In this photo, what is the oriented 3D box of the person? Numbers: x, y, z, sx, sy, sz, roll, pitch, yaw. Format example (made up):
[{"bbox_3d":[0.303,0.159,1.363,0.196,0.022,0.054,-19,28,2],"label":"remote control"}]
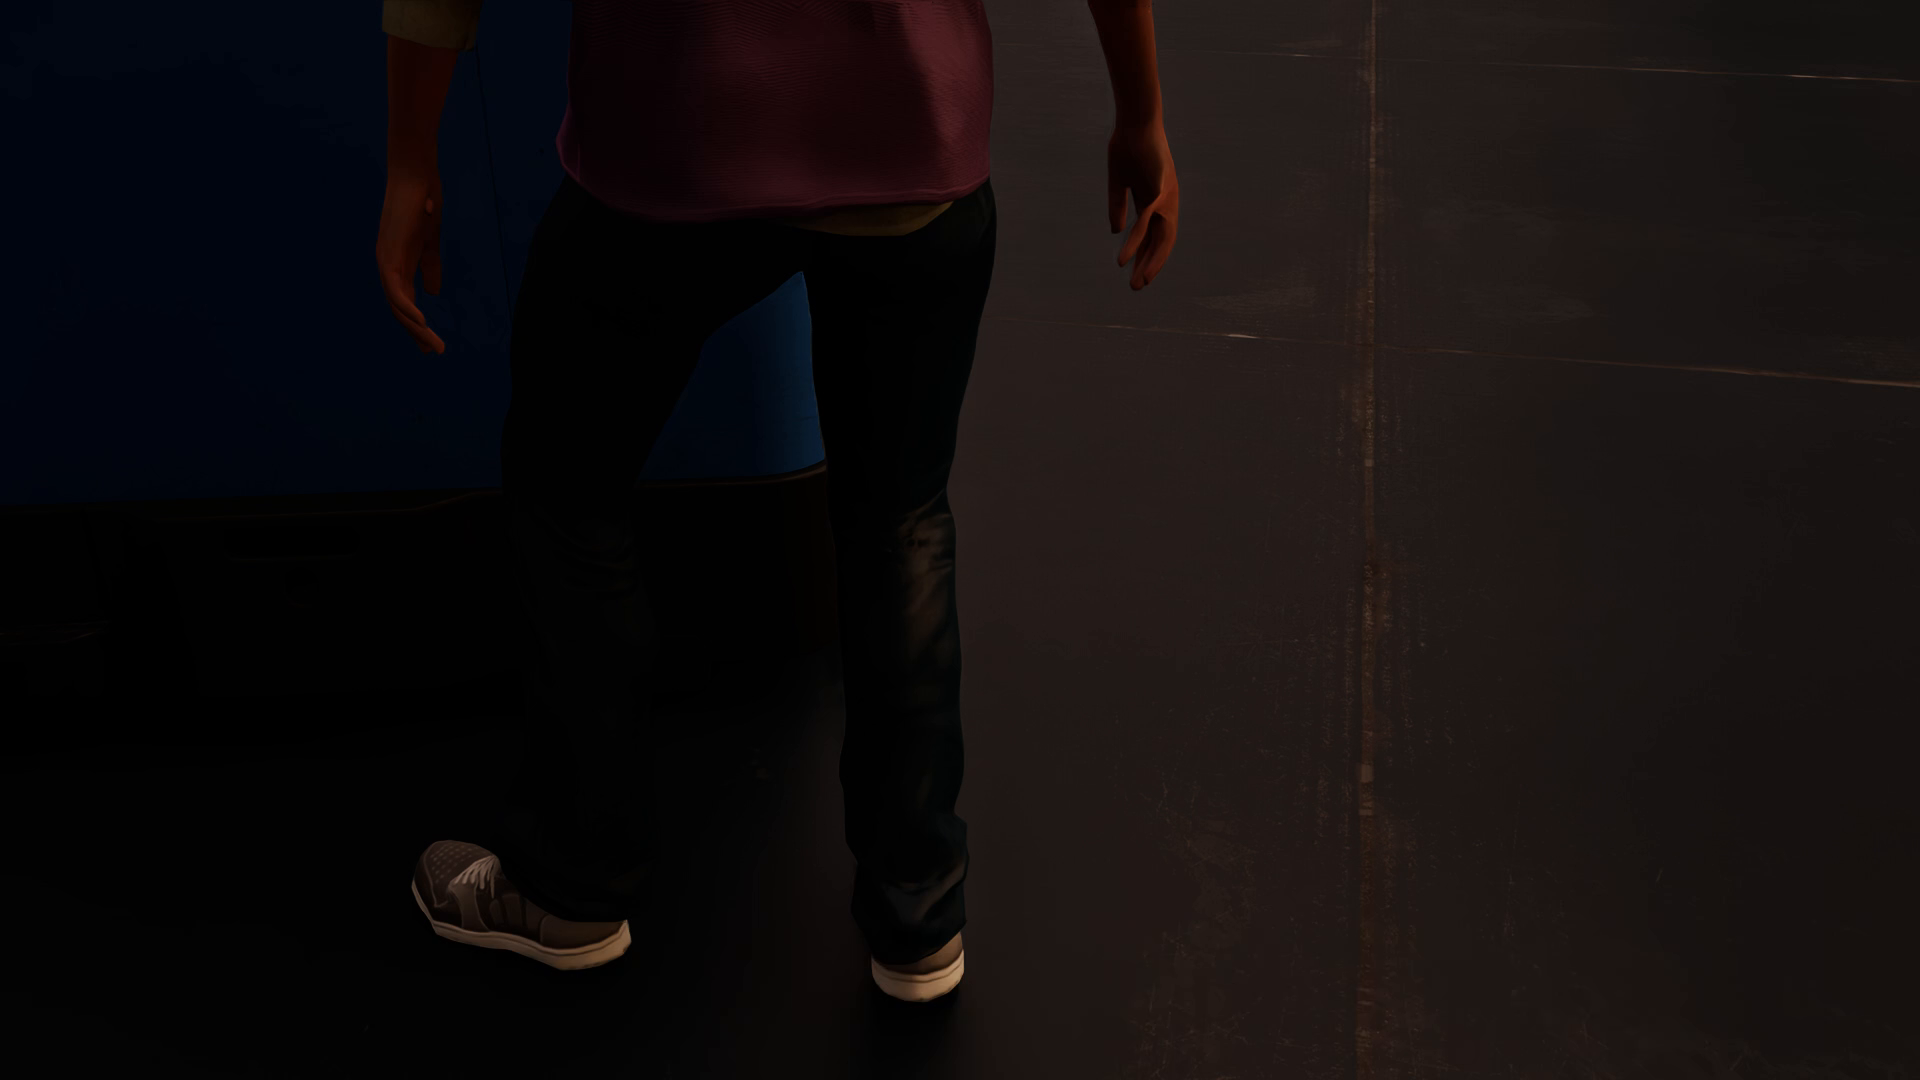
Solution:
[{"bbox_3d":[-0.187,-0.299,1.369,0.728,1.570,0.377,-7,28,-13],"label":"person"}]

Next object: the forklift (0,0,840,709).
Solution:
[{"bbox_3d":[-1.683,-1.275,1.773,3.031,2.935,1.130,-2,27,-5],"label":"forklift"}]
